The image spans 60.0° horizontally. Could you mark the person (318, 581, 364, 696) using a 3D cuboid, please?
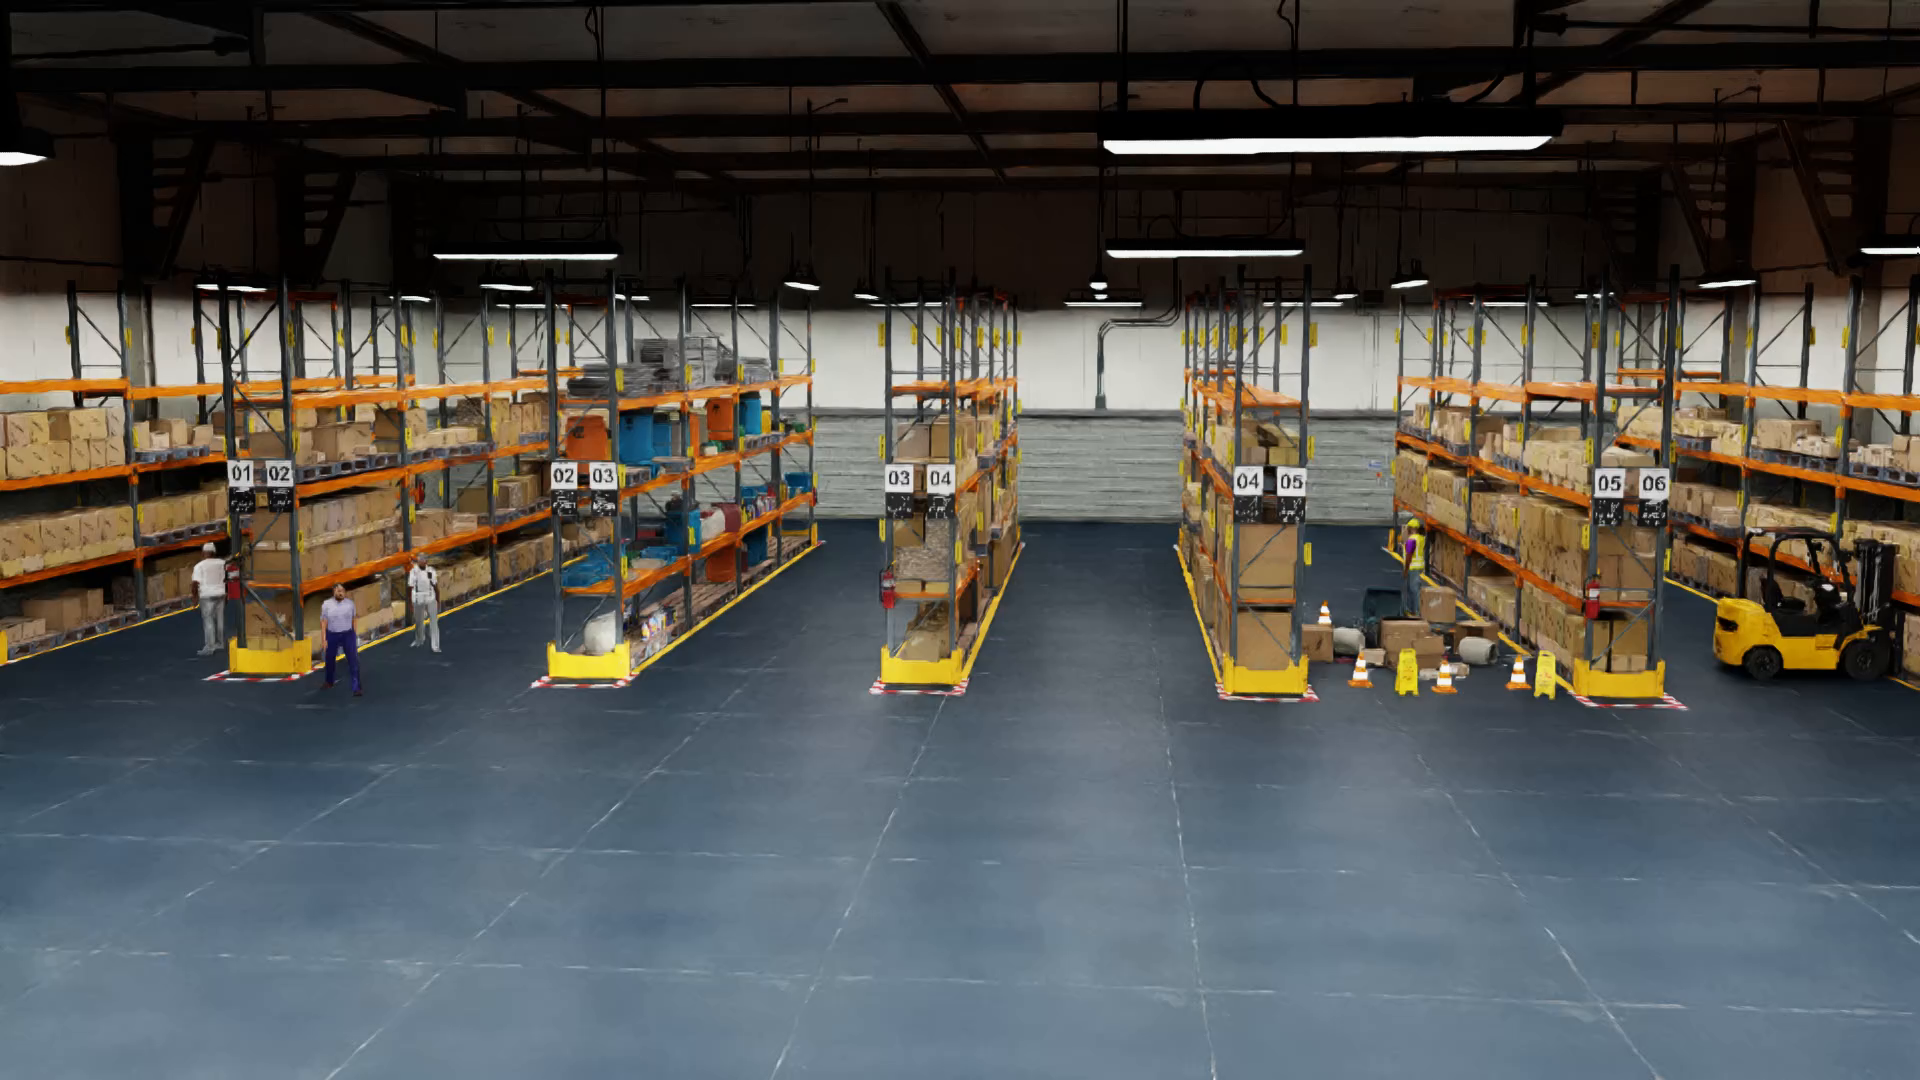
[{"bbox_3d":[-8.724,1.372,23.340,0.584,1.611,0.918,-3,7,-22],"label":"person"}]

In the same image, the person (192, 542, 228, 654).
[{"bbox_3d":[-11.942,0.905,26.446,0.497,1.765,0.625,5,9,36],"label":"person"}]

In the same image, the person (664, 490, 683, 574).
[{"bbox_3d":[-6.046,-0.177,35.406,0.586,1.748,0.653,5,8,34],"label":"person"}]

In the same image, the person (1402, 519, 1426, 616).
[{"bbox_3d":[8.096,0.494,29.825,0.585,1.763,0.678,4,8,31],"label":"person"}]

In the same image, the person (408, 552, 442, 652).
[{"bbox_3d":[-8.583,0.971,26.638,0.490,1.624,0.938,-2,7,-18],"label":"person"}]
